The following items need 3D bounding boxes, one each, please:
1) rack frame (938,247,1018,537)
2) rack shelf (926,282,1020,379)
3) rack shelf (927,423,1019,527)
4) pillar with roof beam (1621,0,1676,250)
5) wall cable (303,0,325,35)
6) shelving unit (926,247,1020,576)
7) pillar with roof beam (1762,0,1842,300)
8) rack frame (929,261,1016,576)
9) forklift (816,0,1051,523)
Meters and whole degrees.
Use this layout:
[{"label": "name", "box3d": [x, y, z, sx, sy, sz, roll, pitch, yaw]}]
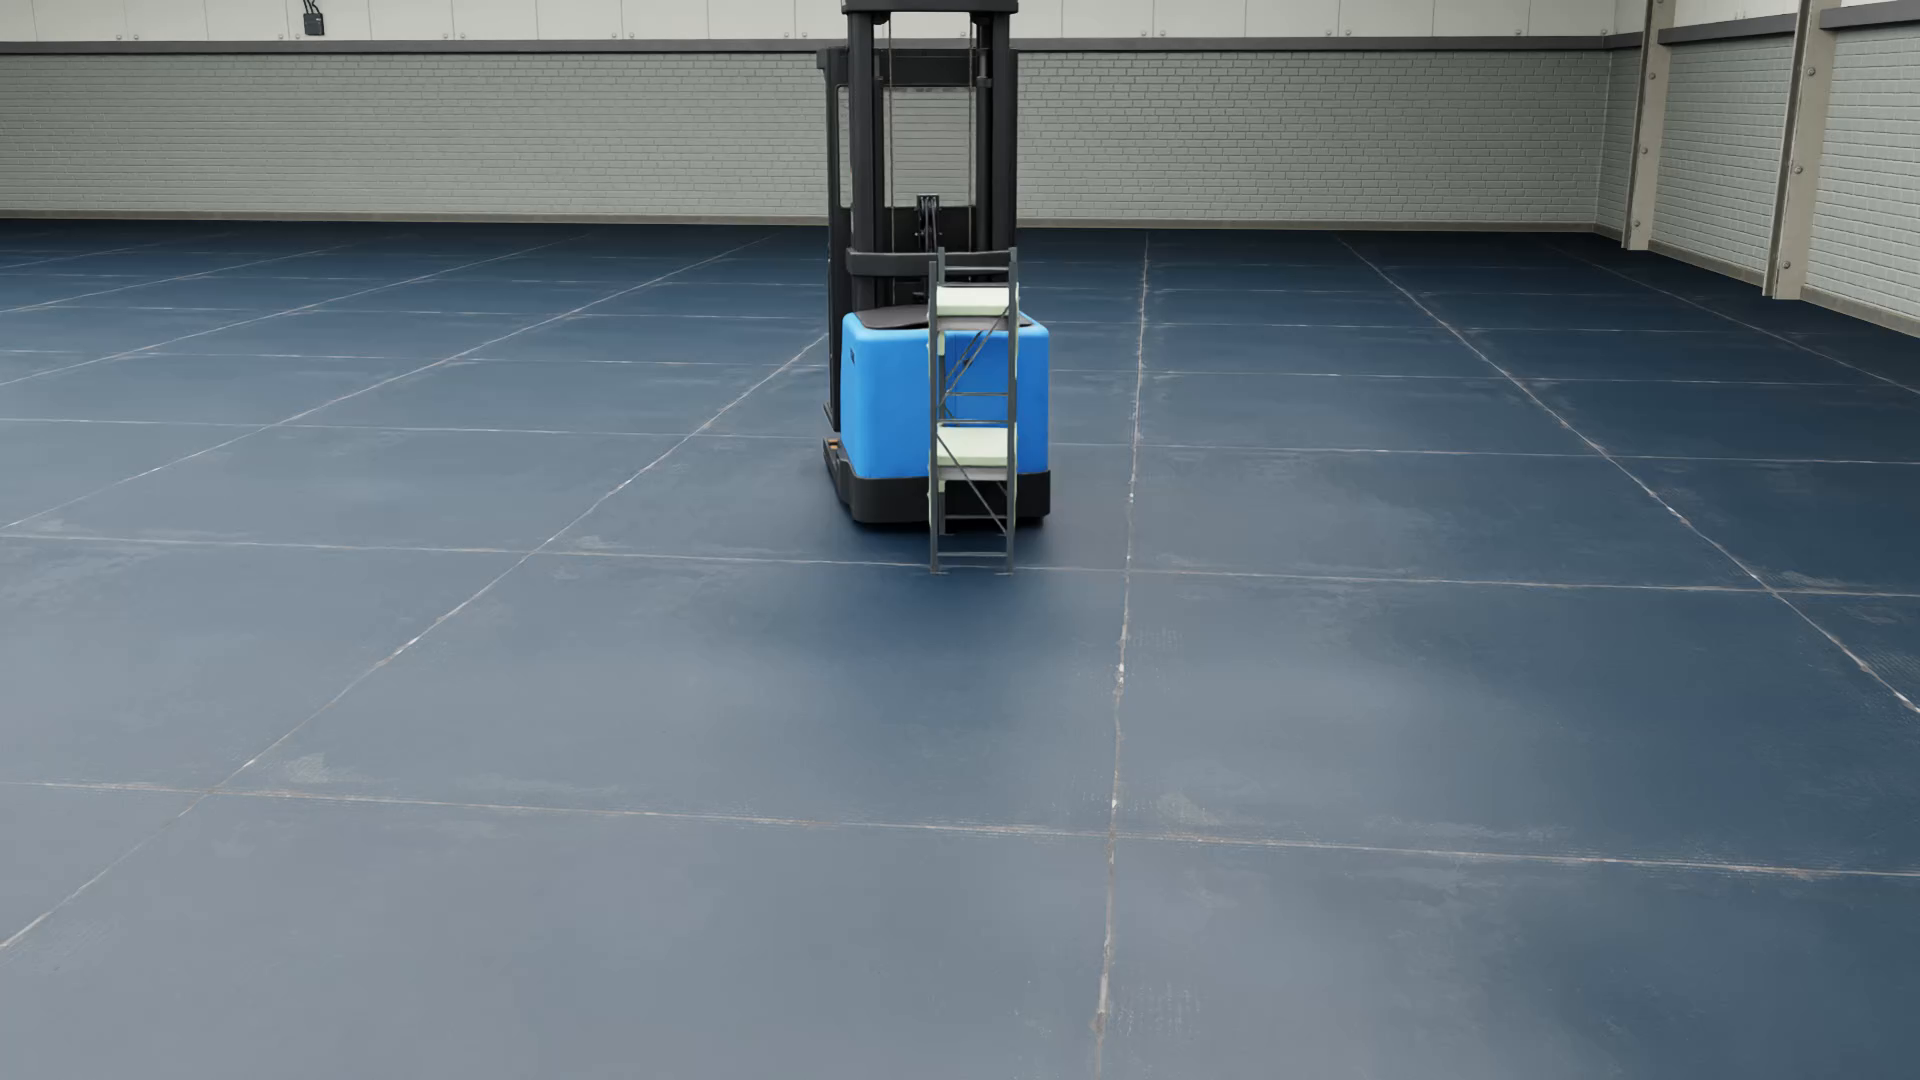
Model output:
[{"label": "rack frame", "box3d": [0.089, -0.746, 8.546, 0.400, 1.500, 0.023, 1, 15, 2]}, {"label": "rack shelf", "box3d": [0.074, -1.027, 8.091, 0.431, 0.370, 0.720, 1, 15, 2]}, {"label": "rack shelf", "box3d": [0.074, -0.335, 8.278, 0.431, 0.370, 0.720, 1, 15, 2]}, {"label": "pillar with roof beam", "box3d": [5.709, -8.776, 23.876, 9.100, 9.000, 0.400, 2, 15, 6]}, {"label": "wall cable", "box3d": [-10.235, -11.660, 28.027, 2.305, 6.003, 0.169, 2, 15, 6]}, {"label": "shelving unit", "box3d": [0.074, -0.650, 8.193, 0.431, 1.500, 0.755, 1, 15, 2]}, {"label": "pillar with roof beam", "box3d": [5.032, -7.219, 18.121, 9.100, 9.000, 0.400, 2, 15, 6]}, {"label": "rack frame", "box3d": [0.058, -0.555, 7.840, 0.400, 1.500, 0.023, 1, 15, 2]}, {"label": "forklift", "box3d": [-0.254, -1.840, 9.851, 1.130, 2.935, 3.031, -2, 15, -9]}]
